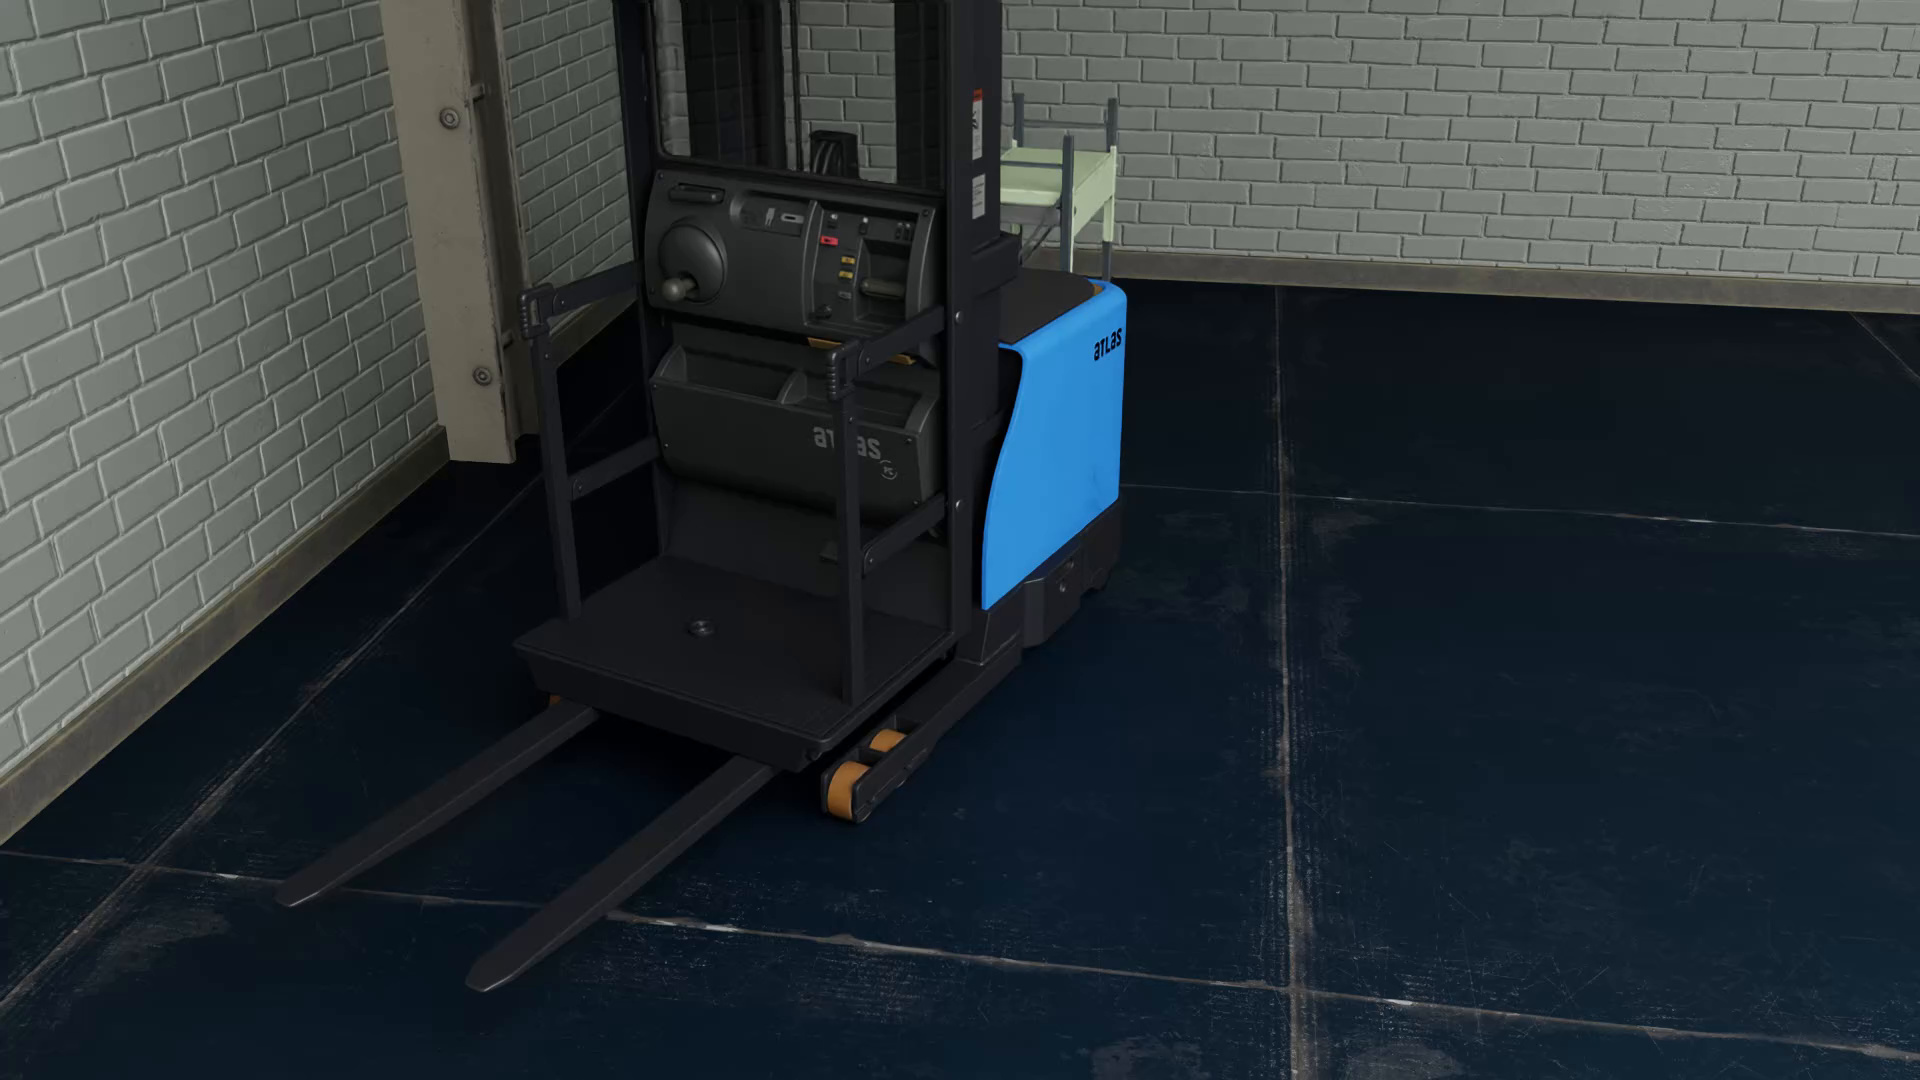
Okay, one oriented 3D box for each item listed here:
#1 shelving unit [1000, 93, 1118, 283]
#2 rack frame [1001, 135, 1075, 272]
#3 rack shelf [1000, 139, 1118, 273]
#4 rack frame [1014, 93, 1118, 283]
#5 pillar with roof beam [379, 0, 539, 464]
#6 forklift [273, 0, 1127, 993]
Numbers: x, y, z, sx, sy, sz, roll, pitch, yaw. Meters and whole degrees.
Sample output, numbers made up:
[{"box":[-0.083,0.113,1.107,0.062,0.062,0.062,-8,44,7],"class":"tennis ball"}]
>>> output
[{"box":[0.298,-0.860,6.317,0.431,1.500,0.755,7,26,15],"class":"shelving unit"},{"box":[0.194,-0.711,5.999,0.400,1.500,0.023,7,26,15],"class":"rack frame"},{"box":[0.298,-1.213,6.152,0.431,0.370,0.720,7,26,15],"class":"rack shelf"},{"box":[0.402,-1.008,6.635,0.400,1.500,0.023,7,26,15],"class":"rack frame"},{"box":[2.259,-4.189,4.584,9.100,9.000,0.400,4,25,9],"class":"pillar with roof beam"},{"box":[-0.588,-0.769,4.436,1.130,2.935,3.031,13,28,26],"class":"forklift"}]
